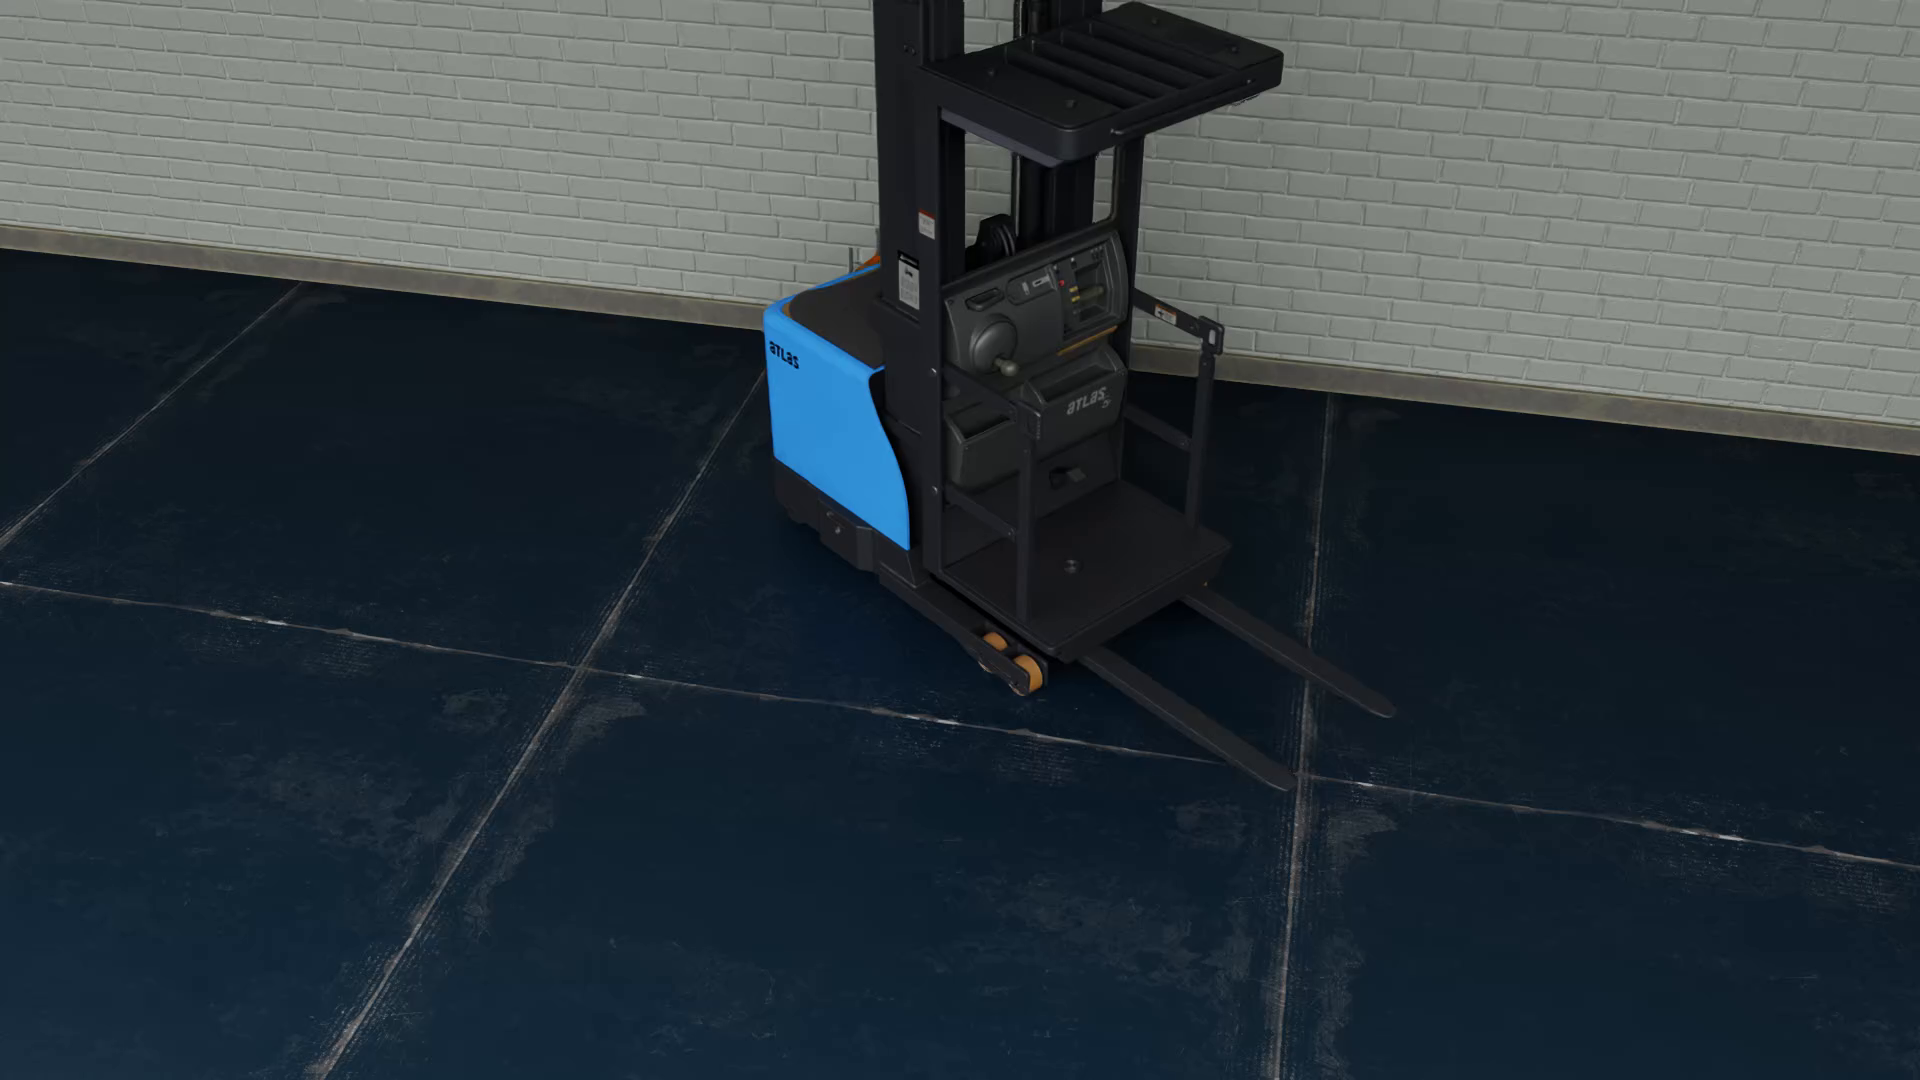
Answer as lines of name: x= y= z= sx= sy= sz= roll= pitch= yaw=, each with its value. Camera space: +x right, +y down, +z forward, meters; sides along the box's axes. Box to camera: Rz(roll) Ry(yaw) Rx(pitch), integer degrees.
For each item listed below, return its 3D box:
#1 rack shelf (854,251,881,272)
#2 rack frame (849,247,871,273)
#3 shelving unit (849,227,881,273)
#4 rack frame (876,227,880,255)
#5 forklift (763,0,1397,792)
rack shelf: x=-0.378 y=-1.216 z=8.068 sx=0.215 sy=0.259 sz=0.240 roll=18 pitch=40 yaw=23
rack frame: x=-0.438 y=-0.933 z=8.142 sx=0.200 sy=1.050 sz=0.008 roll=18 pitch=40 yaw=23
shelving unit: x=-0.378 y=-0.995 z=8.229 sx=0.215 sy=1.050 sz=0.252 roll=18 pitch=40 yaw=23
rack frame: x=-0.319 y=-1.058 z=8.315 sx=0.200 sy=1.050 sz=0.008 roll=18 pitch=40 yaw=23
forklift: x=0.455 y=-0.883 z=6.471 sx=1.130 sy=2.935 sz=3.031 roll=-27 pitch=44 yaw=-32
